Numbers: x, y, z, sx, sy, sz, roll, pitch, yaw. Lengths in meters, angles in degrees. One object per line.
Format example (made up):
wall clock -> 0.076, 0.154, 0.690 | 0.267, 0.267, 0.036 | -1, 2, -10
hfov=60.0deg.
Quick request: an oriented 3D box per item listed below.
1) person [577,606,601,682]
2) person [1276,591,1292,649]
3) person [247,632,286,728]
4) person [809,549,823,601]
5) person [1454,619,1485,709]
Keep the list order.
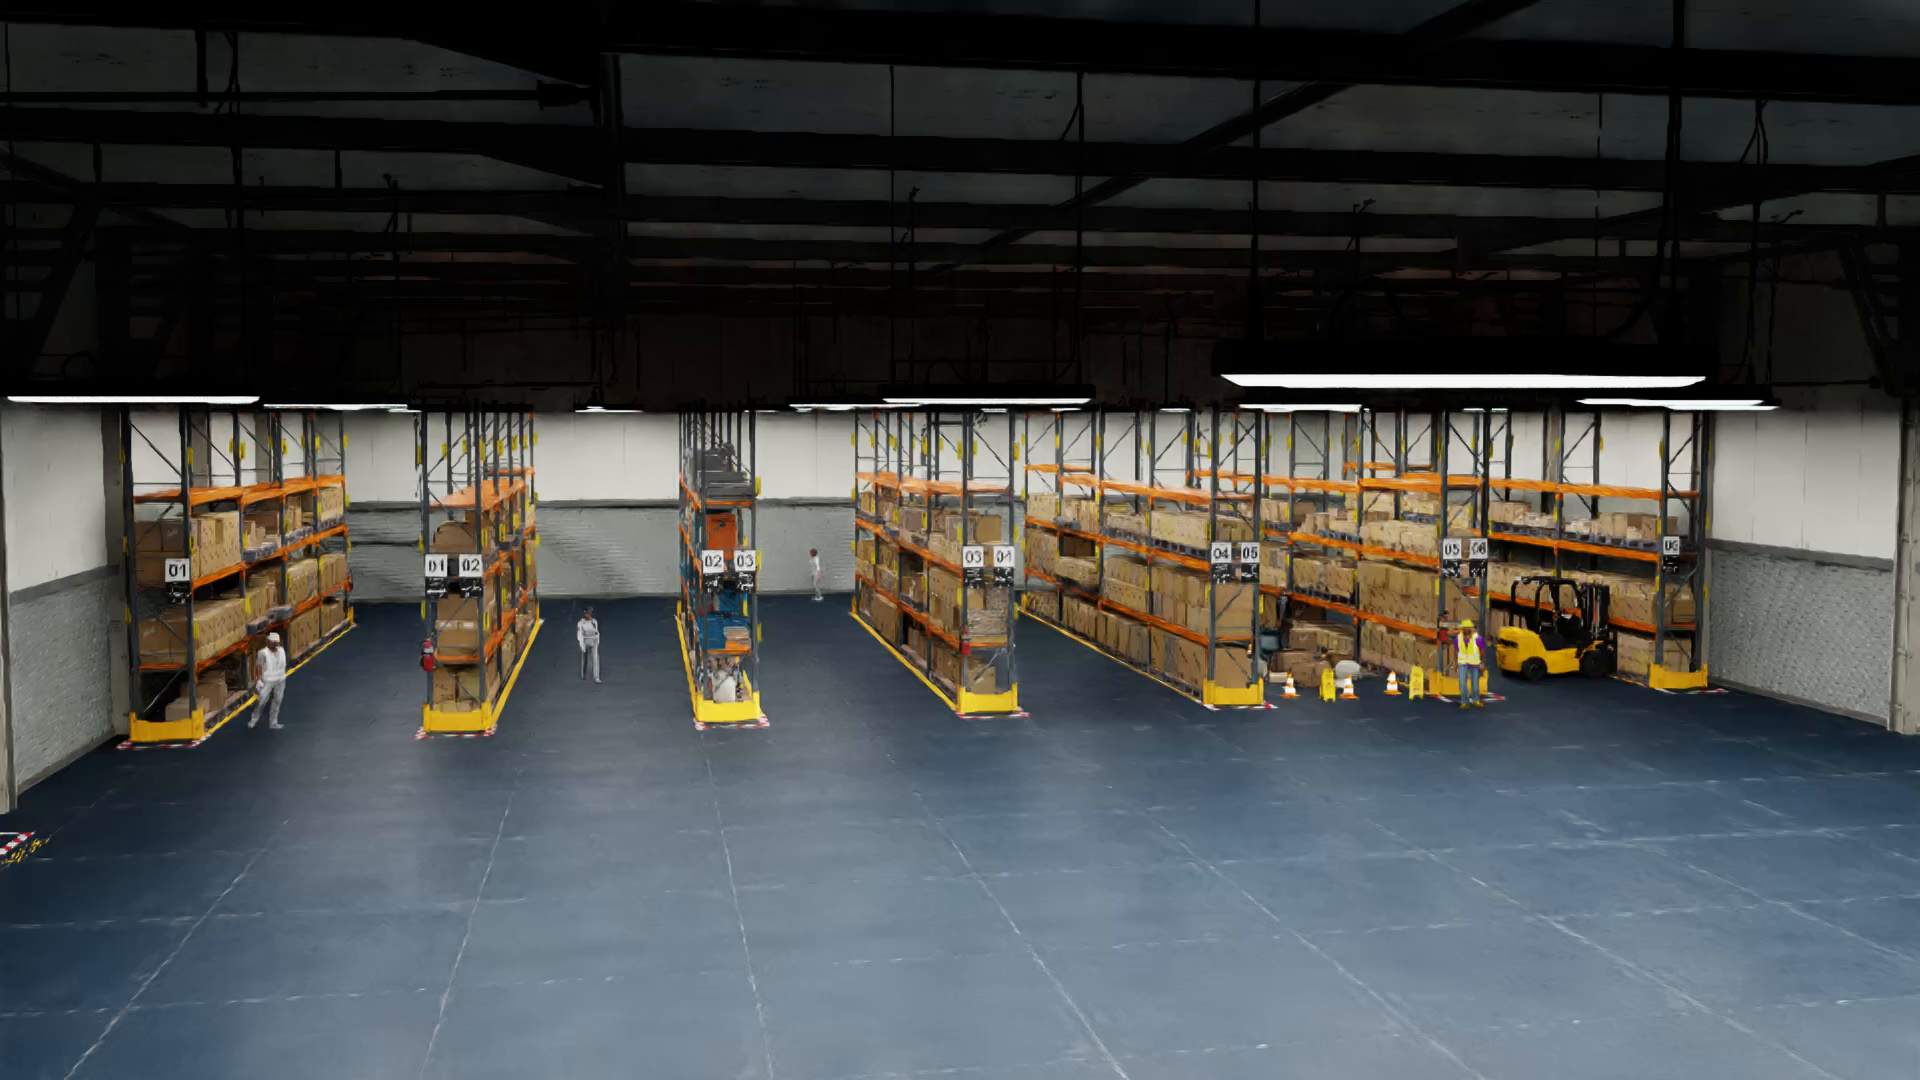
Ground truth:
person -> -7.940, 2.217, 35.537 | 0.483, 1.615, 0.993 | -1, 5, -19
person -> 7.630, 1.974, 39.410 | 0.570, 1.526, 0.603 | 1, 4, 14
person -> -12.589, 2.551, 30.223 | 0.523, 1.771, 0.721 | 4, 6, 40
person -> -4.431, 1.121, 51.058 | 0.358, 1.485, 0.509 | -3, 5, -35
person -> 9.939, 2.406, 32.444 | 0.599, 1.753, 0.574 | 2, 5, 26
